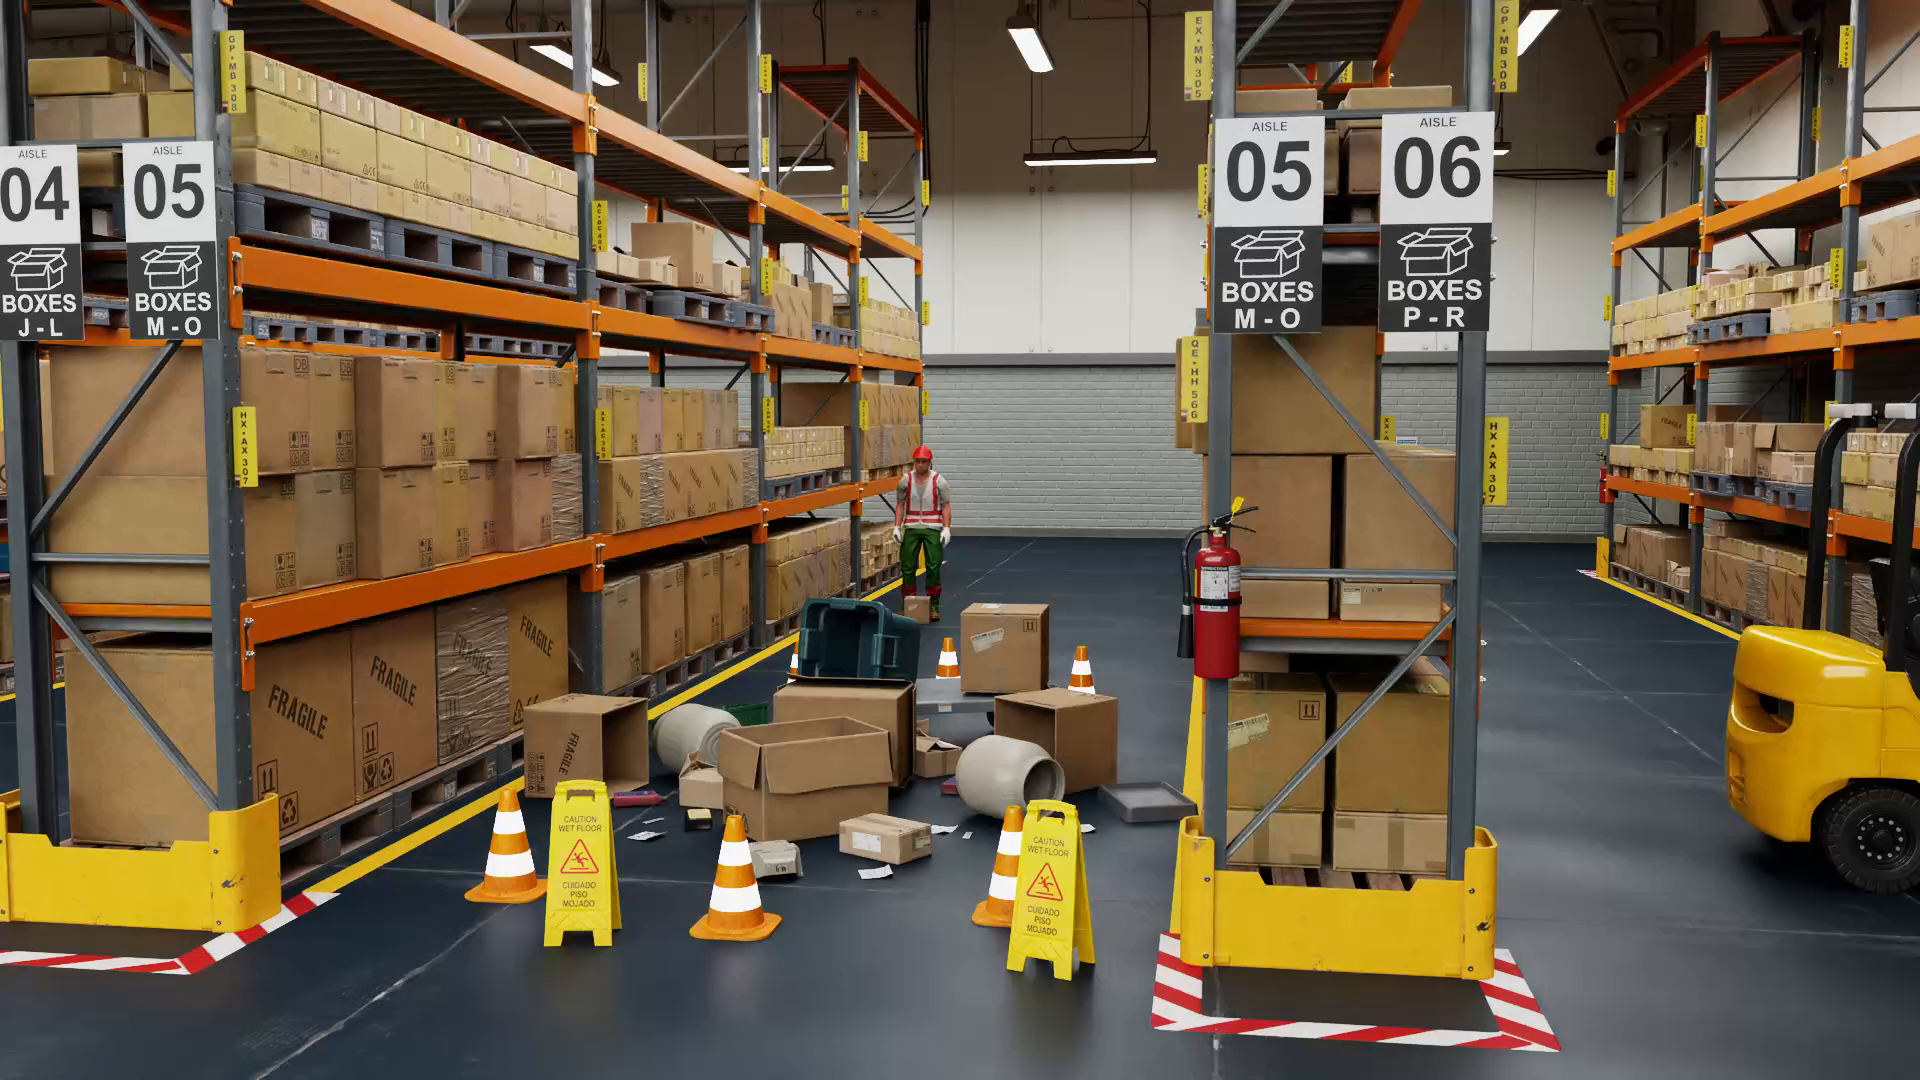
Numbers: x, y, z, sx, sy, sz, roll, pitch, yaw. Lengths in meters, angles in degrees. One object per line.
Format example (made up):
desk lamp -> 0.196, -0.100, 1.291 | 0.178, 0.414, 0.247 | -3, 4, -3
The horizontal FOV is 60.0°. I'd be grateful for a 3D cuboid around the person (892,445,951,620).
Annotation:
person -> -0.390, -0.075, 16.948 | 0.610, 1.779, 0.448 | 1, 4, 9
